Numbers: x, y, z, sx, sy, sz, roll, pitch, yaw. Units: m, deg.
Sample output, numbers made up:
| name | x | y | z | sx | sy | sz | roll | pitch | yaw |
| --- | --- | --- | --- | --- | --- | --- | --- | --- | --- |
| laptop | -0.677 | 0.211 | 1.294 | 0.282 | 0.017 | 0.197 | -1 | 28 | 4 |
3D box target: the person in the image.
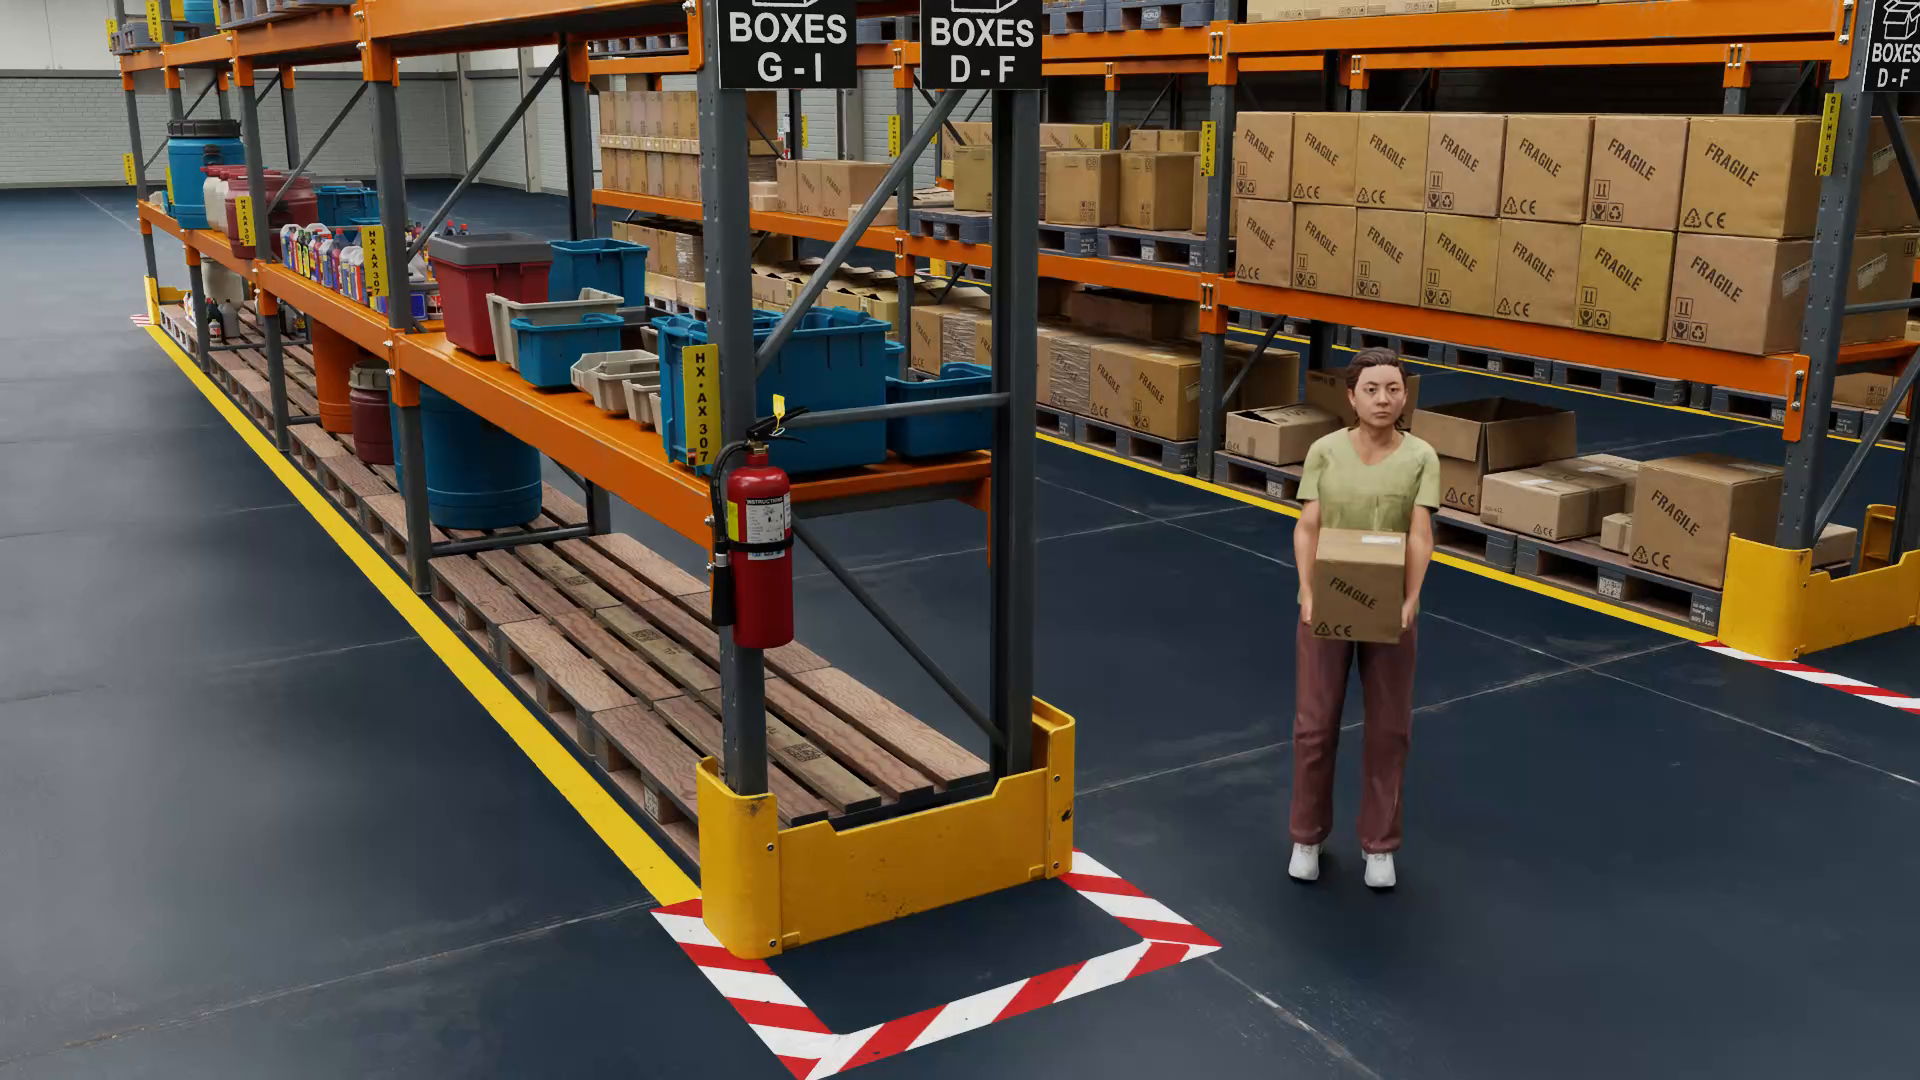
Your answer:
| name | x | y | z | sx | sy | sz | roll | pitch | yaw |
| --- | --- | --- | --- | --- | --- | --- | --- | --- | --- |
| person | 1.217 | 0.257 | 5.077 | 0.424 | 1.667 | 0.551 | 4 | 15 | 14 |
